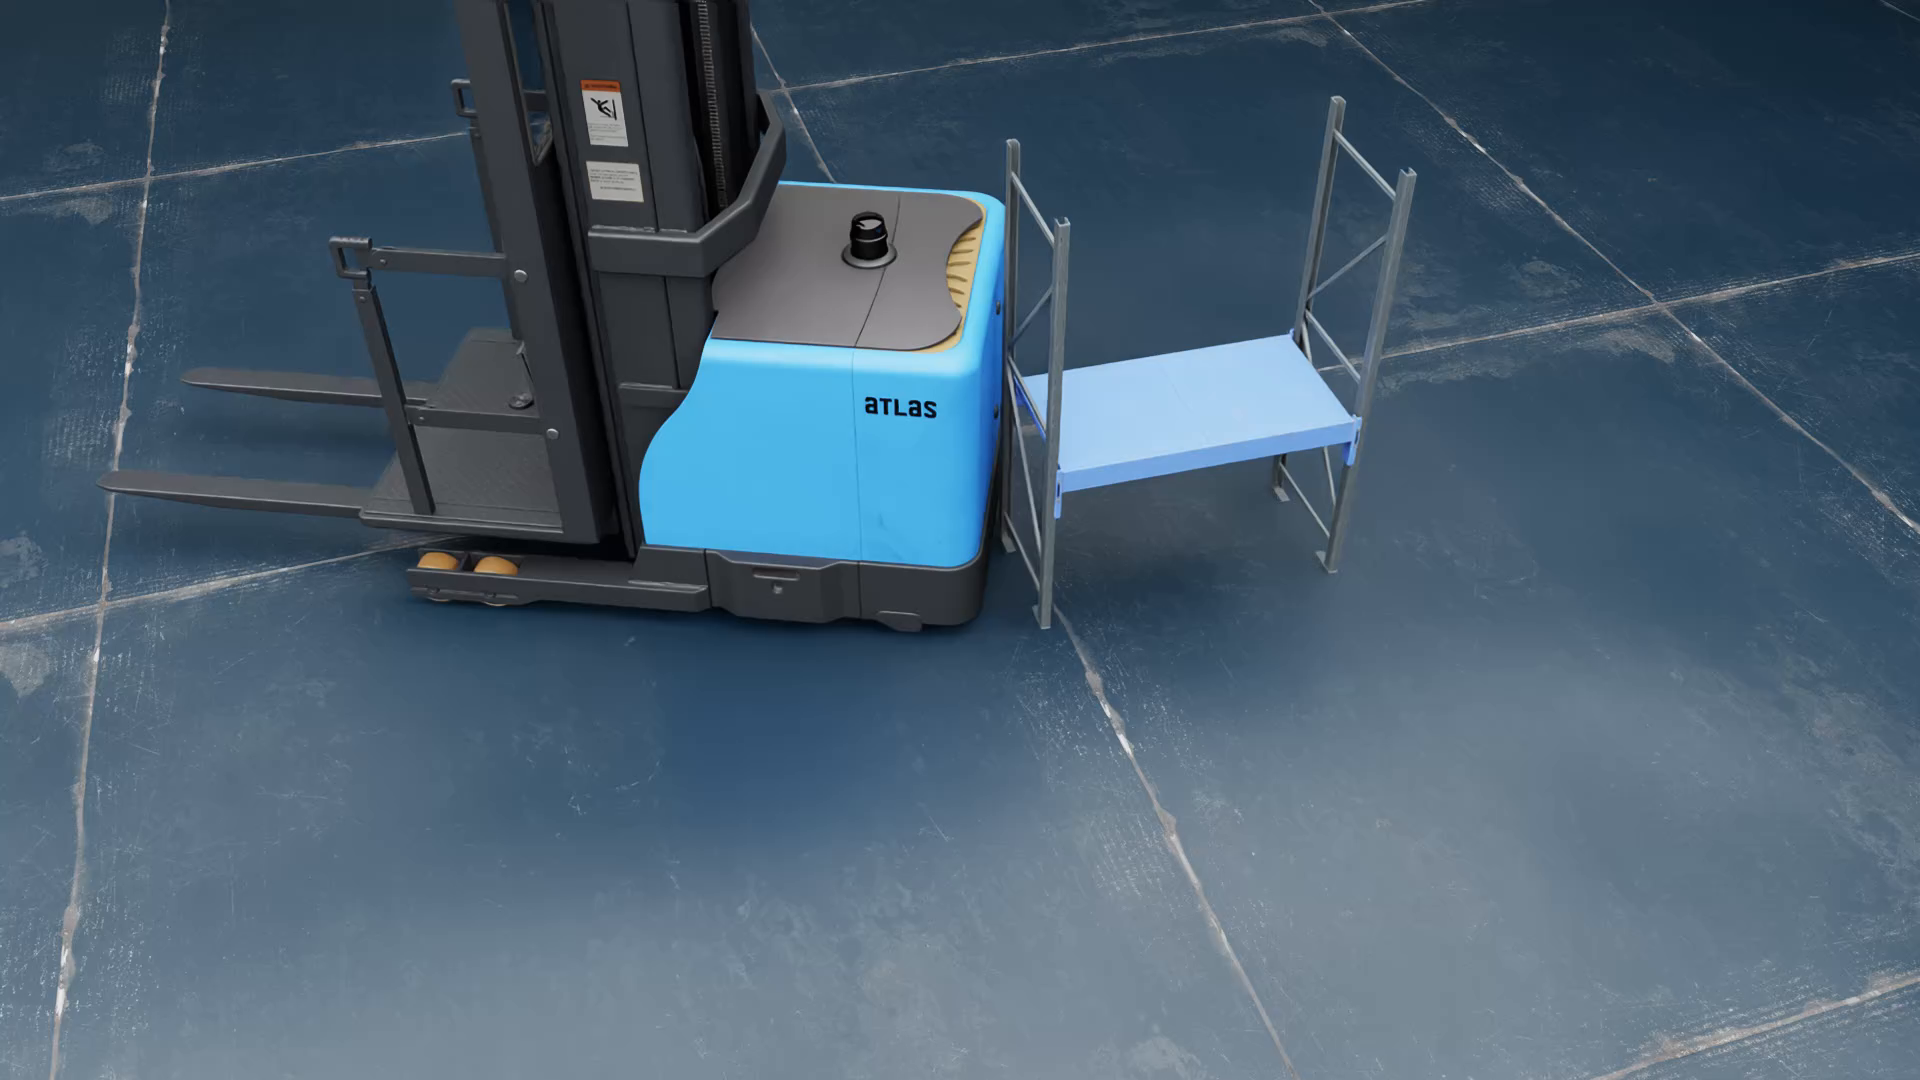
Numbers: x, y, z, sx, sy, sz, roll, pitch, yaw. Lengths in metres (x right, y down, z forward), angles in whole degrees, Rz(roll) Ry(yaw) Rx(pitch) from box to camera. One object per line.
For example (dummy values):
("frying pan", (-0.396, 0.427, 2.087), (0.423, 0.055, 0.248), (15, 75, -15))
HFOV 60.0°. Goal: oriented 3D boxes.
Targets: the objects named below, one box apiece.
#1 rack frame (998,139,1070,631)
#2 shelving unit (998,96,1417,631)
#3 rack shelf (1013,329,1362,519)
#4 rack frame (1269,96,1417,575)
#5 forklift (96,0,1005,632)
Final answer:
("rack frame", (0.214, -0.431, 5.103), (0.032, 1.500, 0.500), (-10, 42, -12))
("shelving unit", (0.704, -0.520, 5.205), (1.048, 1.500, 0.538), (-10, 42, -12))
("rack shelf", (0.704, -0.385, 5.324), (1.000, 0.185, 0.538), (-10, 42, -12))
("rack frame", (1.194, -0.609, 5.307), (0.032, 1.500, 0.500), (-10, 42, -12))
("forklift", (-1.385, -1.225, 4.925), (3.031, 2.935, 1.130), (4, 41, 5))
